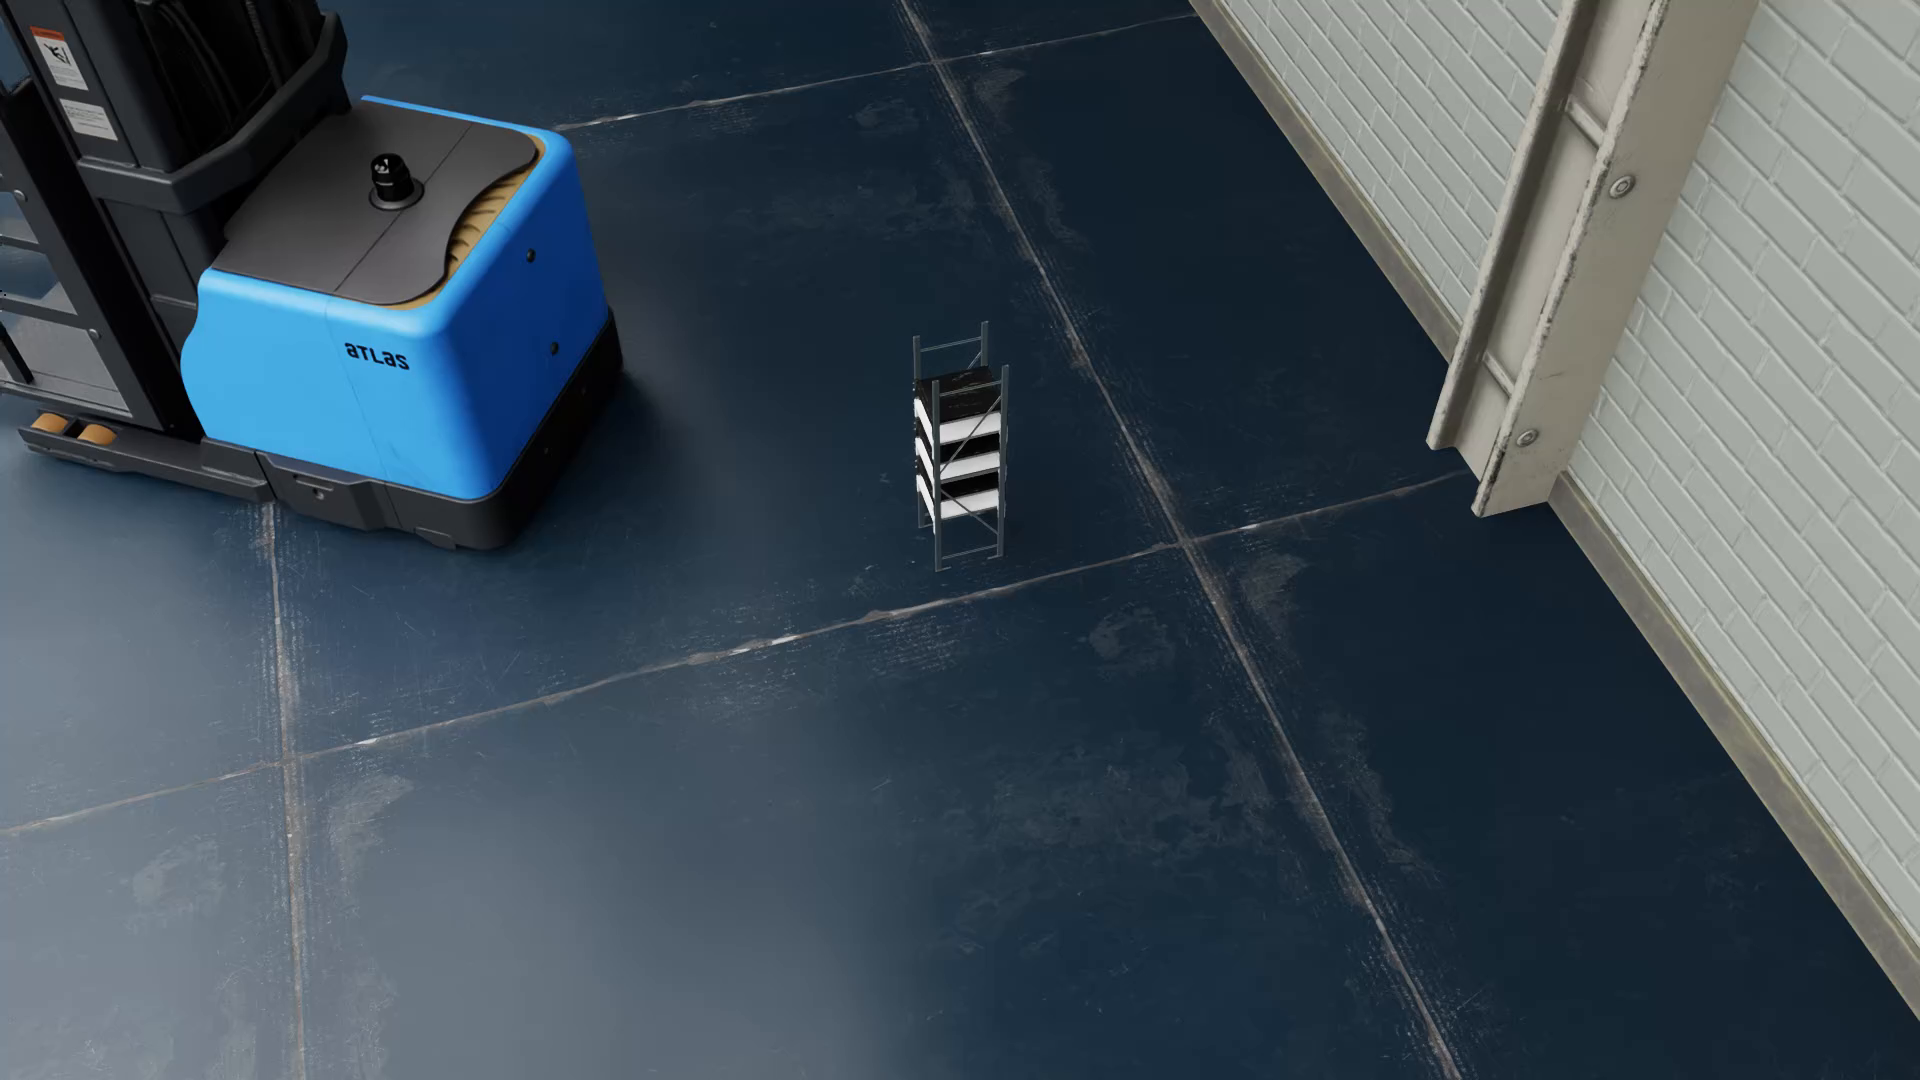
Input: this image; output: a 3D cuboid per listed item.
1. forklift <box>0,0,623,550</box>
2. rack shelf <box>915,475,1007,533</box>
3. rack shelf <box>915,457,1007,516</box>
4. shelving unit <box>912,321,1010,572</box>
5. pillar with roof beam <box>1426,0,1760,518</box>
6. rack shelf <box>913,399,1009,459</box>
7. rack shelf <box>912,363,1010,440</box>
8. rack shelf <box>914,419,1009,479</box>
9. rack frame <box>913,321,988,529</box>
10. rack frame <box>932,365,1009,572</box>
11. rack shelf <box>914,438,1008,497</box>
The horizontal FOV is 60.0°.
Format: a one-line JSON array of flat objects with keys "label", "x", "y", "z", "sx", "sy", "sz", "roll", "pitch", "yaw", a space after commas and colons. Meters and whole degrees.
[{"label": "forklift", "x": -2.834, "y": -1.569, "z": 5.155, "sx": 3.031, "sy": 2.935, "sz": 1.130, "roll": 13, "pitch": 51, "yaw": 11}, {"label": "rack shelf", "x": 0.002, "y": -0.147, "z": 5.564, "sx": 0.258, "sy": 0.077, "sz": 0.200, "roll": -13, "pitch": 51, "yaw": -11}, {"label": "rack shelf", "x": 0.002, "y": -0.205, "z": 5.495, "sx": 0.258, "sy": 0.077, "sz": 0.200, "roll": -13, "pitch": 51, "yaw": -11}, {"label": "shelving unit", "x": 0.002, "y": -0.284, "z": 5.401, "sx": 0.258, "sy": 0.900, "sz": 0.210, "roll": -13, "pitch": 51, "yaw": -11}, {"label": "pillar with roof beam", "x": -2.212, "y": -2.184, "z": 1.705, "sx": 9.100, "sy": 9.000, "sz": 0.400, "roll": -13, "pitch": 51, "yaw": -11}, {"label": "rack shelf", "x": 0.002, "y": -0.379, "z": 5.289, "sx": 0.258, "sy": 0.077, "sz": 0.200, "roll": -13, "pitch": 51, "yaw": -11}, {"label": "rack shelf", "x": 0.002, "y": -0.437, "z": 5.220, "sx": 0.258, "sy": 0.077, "sz": 0.200, "roll": -13, "pitch": 51, "yaw": -11}, {"label": "rack shelf", "x": 0.002, "y": -0.321, "z": 5.358, "sx": 0.258, "sy": 0.077, "sz": 0.200, "roll": -13, "pitch": 51, "yaw": -11}, {"label": "rack frame", "x": -0.028, "y": -0.358, "z": 5.464, "sx": 0.240, "sy": 0.900, "sz": 0.006, "roll": -13, "pitch": 51, "yaw": -11}, {"label": "rack frame", "x": 0.032, "y": -0.210, "z": 5.338, "sx": 0.240, "sy": 0.900, "sz": 0.006, "roll": -13, "pitch": 51, "yaw": -11}, {"label": "rack shelf", "x": 0.002, "y": -0.263, "z": 5.426, "sx": 0.258, "sy": 0.077, "sz": 0.200, "roll": -13, "pitch": 51, "yaw": -11}]
